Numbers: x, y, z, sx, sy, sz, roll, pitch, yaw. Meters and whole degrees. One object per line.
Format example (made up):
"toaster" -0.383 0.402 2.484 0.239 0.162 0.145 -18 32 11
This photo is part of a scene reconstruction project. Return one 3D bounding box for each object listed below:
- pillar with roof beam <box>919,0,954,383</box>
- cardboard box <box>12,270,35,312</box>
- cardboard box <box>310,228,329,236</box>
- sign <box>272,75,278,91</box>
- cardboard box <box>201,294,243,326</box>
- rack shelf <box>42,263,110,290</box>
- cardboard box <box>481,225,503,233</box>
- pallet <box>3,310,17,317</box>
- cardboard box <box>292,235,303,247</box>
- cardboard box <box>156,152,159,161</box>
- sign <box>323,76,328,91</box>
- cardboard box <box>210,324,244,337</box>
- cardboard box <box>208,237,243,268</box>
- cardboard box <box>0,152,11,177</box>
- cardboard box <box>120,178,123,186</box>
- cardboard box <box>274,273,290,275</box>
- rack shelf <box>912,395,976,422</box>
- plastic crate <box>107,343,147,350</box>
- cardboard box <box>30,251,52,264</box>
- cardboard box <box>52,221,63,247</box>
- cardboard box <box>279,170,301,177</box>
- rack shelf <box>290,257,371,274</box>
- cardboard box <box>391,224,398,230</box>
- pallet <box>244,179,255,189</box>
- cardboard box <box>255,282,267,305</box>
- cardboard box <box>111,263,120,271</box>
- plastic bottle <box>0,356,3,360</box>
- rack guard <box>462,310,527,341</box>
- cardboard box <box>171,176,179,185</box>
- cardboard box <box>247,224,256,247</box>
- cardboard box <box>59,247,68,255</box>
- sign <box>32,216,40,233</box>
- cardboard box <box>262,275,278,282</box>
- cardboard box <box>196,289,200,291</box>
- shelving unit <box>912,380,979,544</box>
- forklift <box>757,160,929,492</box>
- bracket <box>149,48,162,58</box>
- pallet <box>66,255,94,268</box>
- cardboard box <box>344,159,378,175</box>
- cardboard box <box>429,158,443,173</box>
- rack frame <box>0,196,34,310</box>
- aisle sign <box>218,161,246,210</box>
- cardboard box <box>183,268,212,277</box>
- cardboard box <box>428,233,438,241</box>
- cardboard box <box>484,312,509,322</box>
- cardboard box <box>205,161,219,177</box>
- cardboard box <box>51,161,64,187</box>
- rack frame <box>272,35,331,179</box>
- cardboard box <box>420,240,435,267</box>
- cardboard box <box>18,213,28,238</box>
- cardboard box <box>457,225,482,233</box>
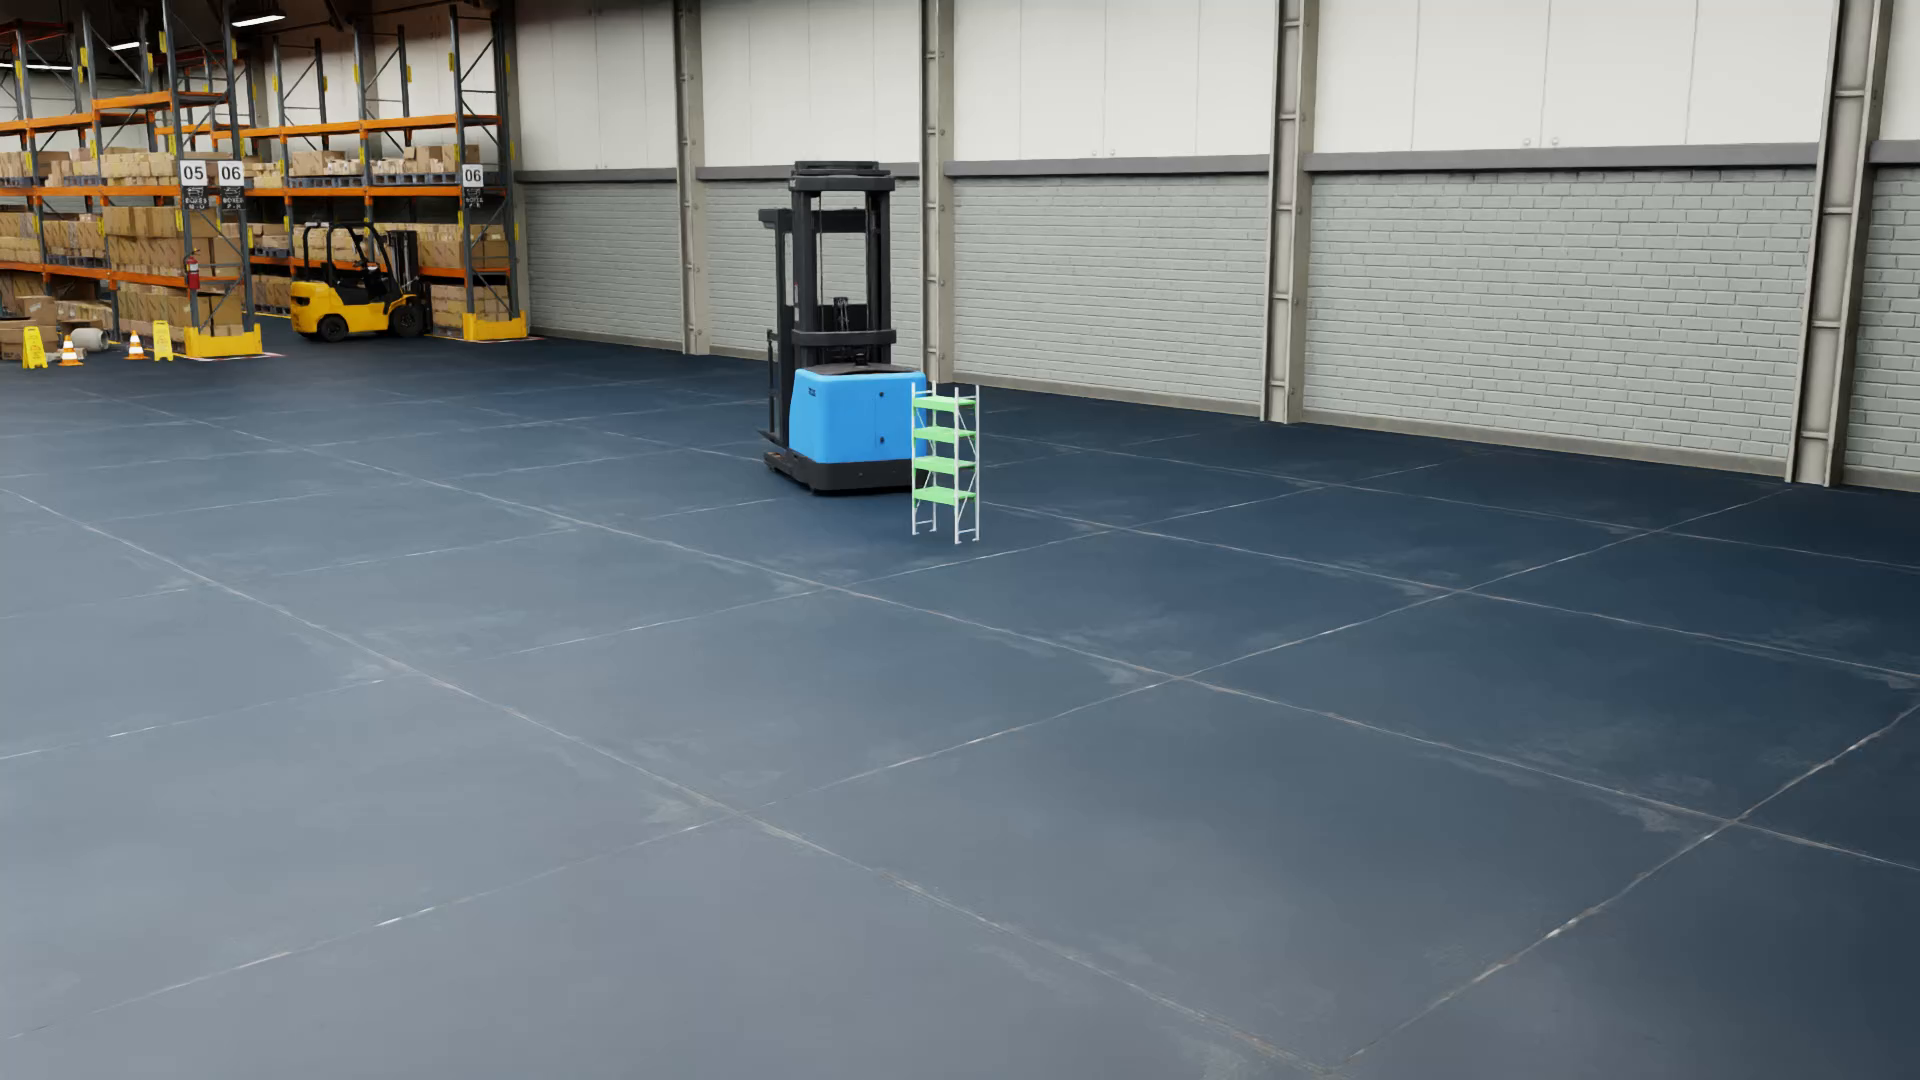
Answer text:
"pillar with roof beam" -3.442 -6.095 20.196 9.100 9.000 0.400 -11 16 -43
"cardboard box" -19.545 -5.295 35.403 0.875 0.875 0.875 -10 15 -41
"cardboard box" -13.733 -6.619 35.747 0.380 0.149 0.250 -11 16 -42
"sign" -14.696 -9.806 35.696 0.100 0.325 0.005 -11 16 -43
"cardboard box" -12.747 -3.975 28.685 0.500 0.500 0.500 11 16 43
"rack shelf" -16.517 -5.112 32.073 1.077 0.370 4.000 -11 16 -43
"cardboard box" -8.863 -5.872 31.387 0.380 0.149 0.250 -11 16 -44
"pallet" -20.073 -4.872 36.037 1.003 0.211 1.213 -11 16 -43
"cardboard box" -14.199 -6.518 36.246 0.500 0.250 0.500 -11 16 -43
"cardboard box" -13.298 -6.455 28.024 0.380 0.149 0.250 -11 16 -42
"sign" -13.912 -10.000 36.440 0.100 0.325 0.005 -11 16 -43
"cardboard box" -12.731 -3.604 28.744 0.500 0.250 0.500 -11 16 -43
"cardboard box" -12.500 -4.891 28.234 0.500 0.500 0.500 -11 16 -43
"cardboard box" -19.325 -7.697 34.115 0.500 0.500 0.500 -11 16 -42
"cardboard box" -14.707 -6.372 29.596 0.380 0.149 0.250 -11 16 -43
"cardboard box" -15.904 -6.165 38.946 0.380 0.149 0.250 -10 16 -41
"rack shelf" -0.114 -1.019 12.824 0.258 0.148 0.480 -11 16 -43
"plastic crate" -14.645 -3.399 29.212 0.583 0.080 0.402 6 13 26
"cardboard box" -18.435 -5.720 33.615 0.500 0.250 0.500 11 16 43
"cardboard box" -17.390 -5.984 32.495 0.500 0.500 0.500 -10 15 -40
"cardboard box" -14.730 -8.058 36.538 0.380 0.149 0.250 -10 16 -41
"rack shelf" -12.930 -5.804 35.433 1.077 0.370 4.000 -11 16 -43
"cardboard box" -11.011 -6.176 32.861 0.380 0.149 0.250 -10 16 -41
"pallet" -15.955 -8.153 38.085 1.213 0.211 1.003 -11 16 -43
"cardboard box" -15.832 -5.685 38.227 0.500 0.500 0.500 11 16 43
"cardboard box" -15.150 -4.959 30.169 0.380 0.149 0.250 -11 16 -43
"plastic bottle" -15.804 -2.972 27.186 0.283 0.061 0.133 6 13 26
"rack guard" -8.769 -4.053 31.346 1.175 0.500 0.348 -11 16 -43
"cardboard box" -12.822 -5.948 27.537 0.380 0.149 0.250 -11 16 -42
"cardboard box" -16.001 -6.995 38.142 0.700 0.500 0.500 -11 16 -43
"cardboard box" -17.307 -5.630 32.388 0.380 0.149 0.250 -11 16 -42
"sign" -18.297 -6.246 32.923 0.100 0.325 0.005 -11 16 -43
"cardboard box" -15.730 -5.982 38.059 0.250 0.149 0.380 11 16 42
"cardboard box" -18.627 -6.274 41.083 0.500 0.500 0.500 -11 16 -42
"shelving unit" -0.114 -0.612 12.908 0.258 1.200 0.503 -11 16 -43
"forklift" -1.279 -2.121 15.944 1.130 2.935 3.031 -4 12 -20
"bracket" -21.016 -12.726 43.461 0.235 0.232 0.430 -11 16 -43
"pallet" -16.502 -5.379 32.062 1.003 0.211 1.213 -11 16 -43
"cardboard box" -12.224 -7.617 33.946 0.500 0.311 0.500 11 16 43
"cardboard box" -9.753 -7.055 31.330 0.396 0.266 0.258 -11 16 -42
"rack frame" -20.660 -6.340 36.251 1.000 3.000 0.127 -11 16 -43
"aisle sign" -12.107 -5.896 27.654 0.394 0.787 0.004 -11 16 -43
"cardboard box" -12.786 -4.490 27.896 0.380 0.149 0.250 -10 15 -41
"cardboard box" -9.943 -5.809 31.818 0.250 0.149 0.380 11 16 43
"cardboard box" -8.984 -4.239 31.826 0.500 0.250 0.500 -11 16 -42
"cardboard box" -12.528 -6.241 27.969 0.500 0.250 0.500 -11 16 -44
"cardboard box" -17.251 -7.135 32.427 0.700 0.500 0.500 -11 16 -43
"rack frame" -14.311 -9.387 36.172 1.000 3.000 0.127 -11 16 -43
"cardboard box" -10.022 -5.517 32.008 0.500 0.500 0.500 -11 16 -44
"cardboard box" -18.805 -6.408 33.854 0.500 0.500 0.500 -11 16 -42
"cardboard box" -9.186 -5.816 31.116 0.380 0.149 0.250 -11 16 -42
